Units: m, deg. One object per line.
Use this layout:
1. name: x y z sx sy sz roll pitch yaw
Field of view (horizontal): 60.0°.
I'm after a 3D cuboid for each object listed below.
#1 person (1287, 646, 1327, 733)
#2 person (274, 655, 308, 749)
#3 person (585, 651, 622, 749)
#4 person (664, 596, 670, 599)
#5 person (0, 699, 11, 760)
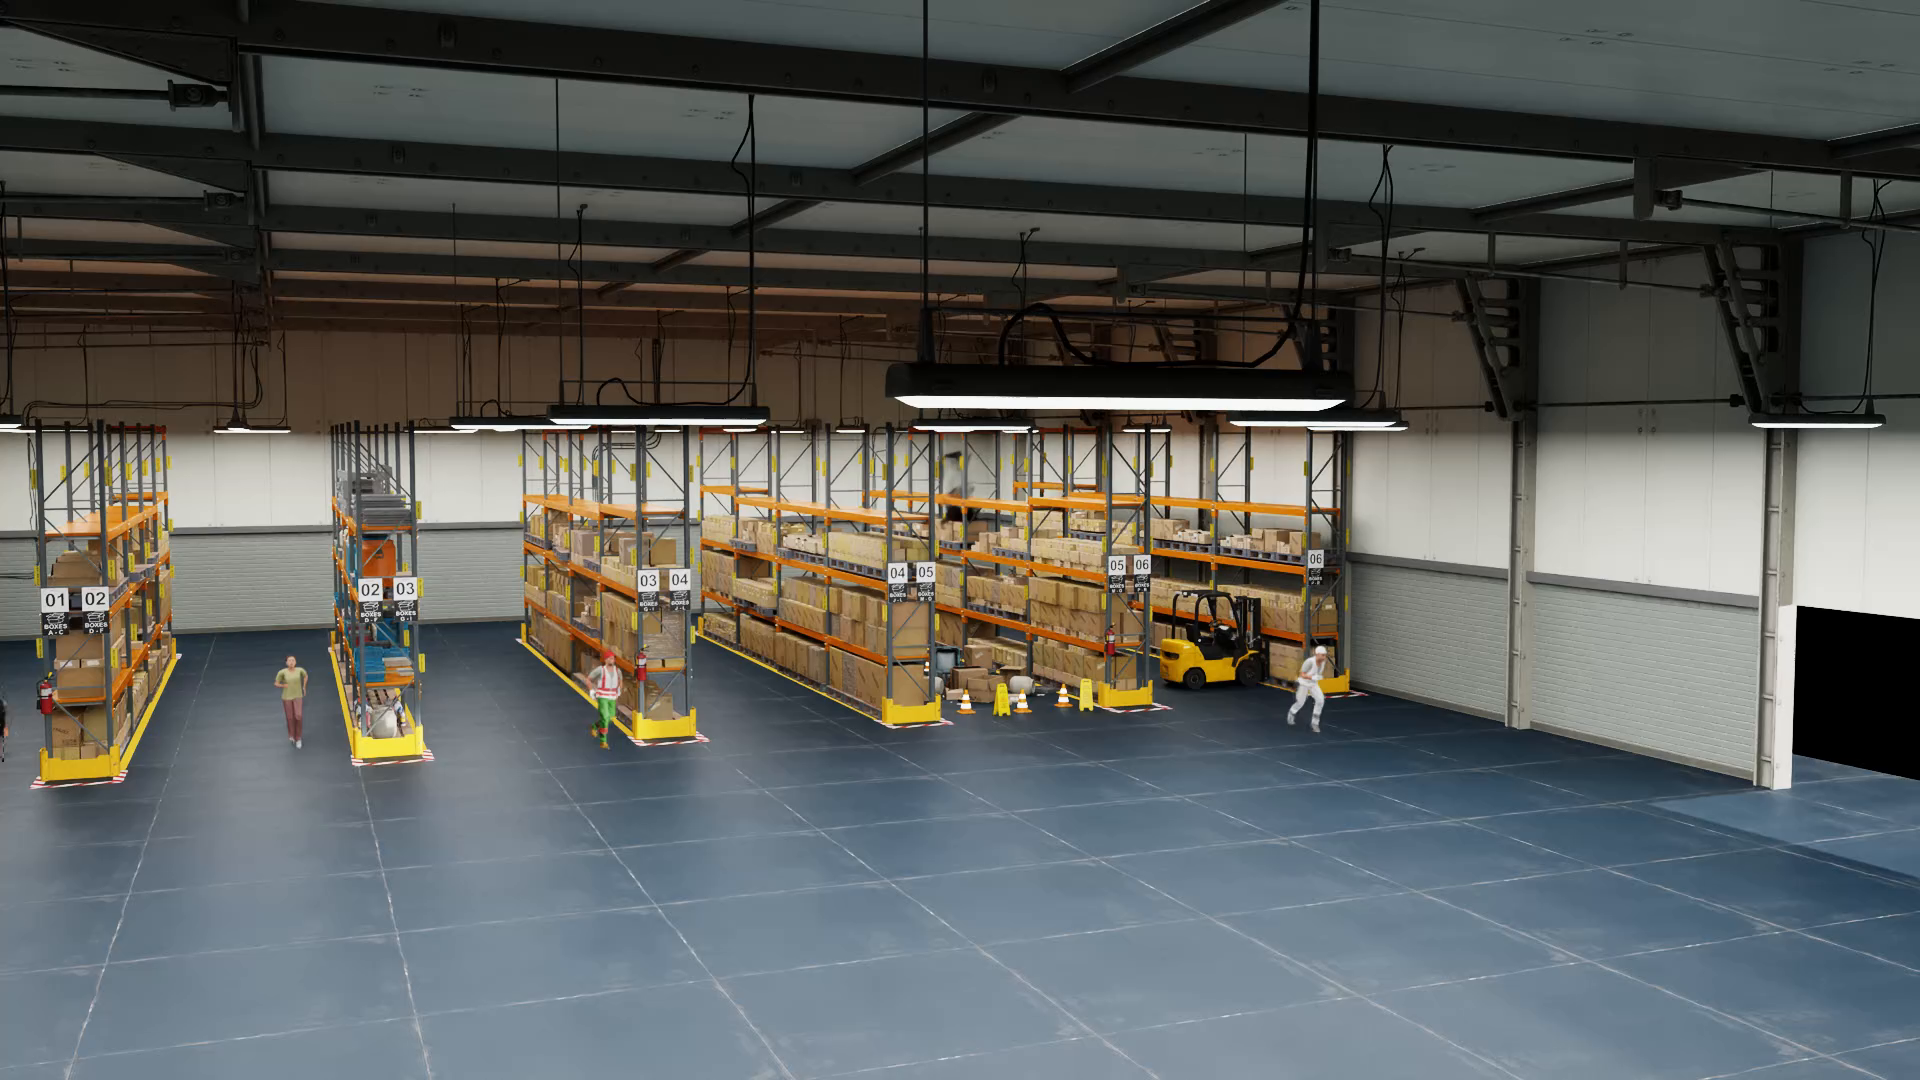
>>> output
1. person: 6.773 2.871 32.362 0.707 1.686 1.025 -2 4 -33
2. person: -12.346 2.962 30.712 0.570 1.715 0.801 -1 4 -20
3. person: -6.575 2.944 30.833 0.720 1.770 0.801 -3 5 -41
4. person: -8.185 1.961 46.452 0.764 1.742 0.837 -2 4 -29
5. person: -15.844 3.200 27.187 0.485 1.665 0.711 3 5 44
